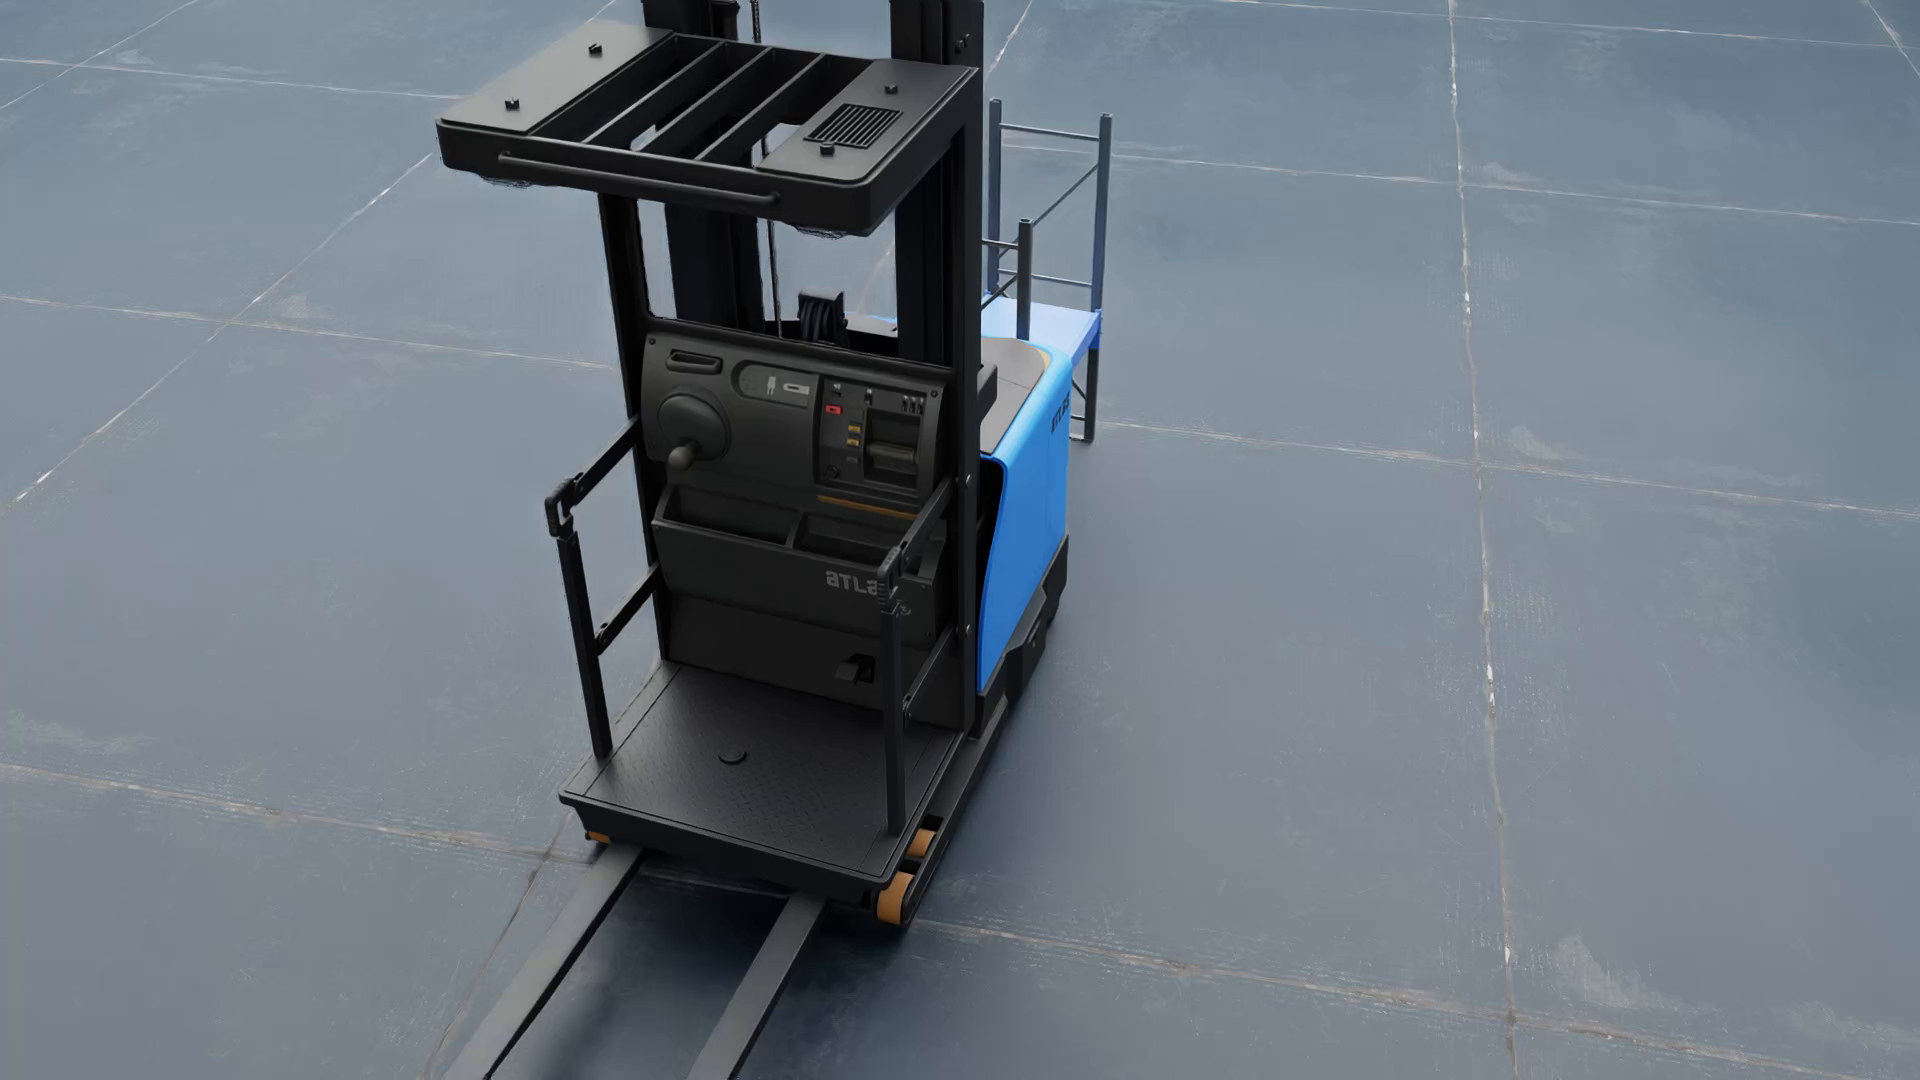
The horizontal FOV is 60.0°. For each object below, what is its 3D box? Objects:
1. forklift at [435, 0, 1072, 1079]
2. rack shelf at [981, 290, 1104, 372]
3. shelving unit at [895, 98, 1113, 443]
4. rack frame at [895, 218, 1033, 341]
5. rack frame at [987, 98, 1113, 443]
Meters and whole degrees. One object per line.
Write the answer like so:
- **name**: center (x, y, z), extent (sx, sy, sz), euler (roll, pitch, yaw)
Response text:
- **forklift**: center (-0.564, -0.279, 4.637), extent (1.130, 2.935, 3.031), euler (12, 38, 16)
- **rack shelf**: center (0.183, -0.668, 6.701), extent (0.538, 0.185, 1.000), euler (12, 38, 16)
- **shelving unit**: center (0.183, -0.814, 6.595), extent (0.538, 1.500, 1.048), euler (12, 38, 16)
- **rack frame**: center (0.011, -0.533, 6.208), extent (0.500, 1.500, 0.032), euler (12, 38, 16)
- **rack frame**: center (0.356, -1.095, 6.982), extent (0.500, 1.500, 0.032), euler (12, 38, 16)
